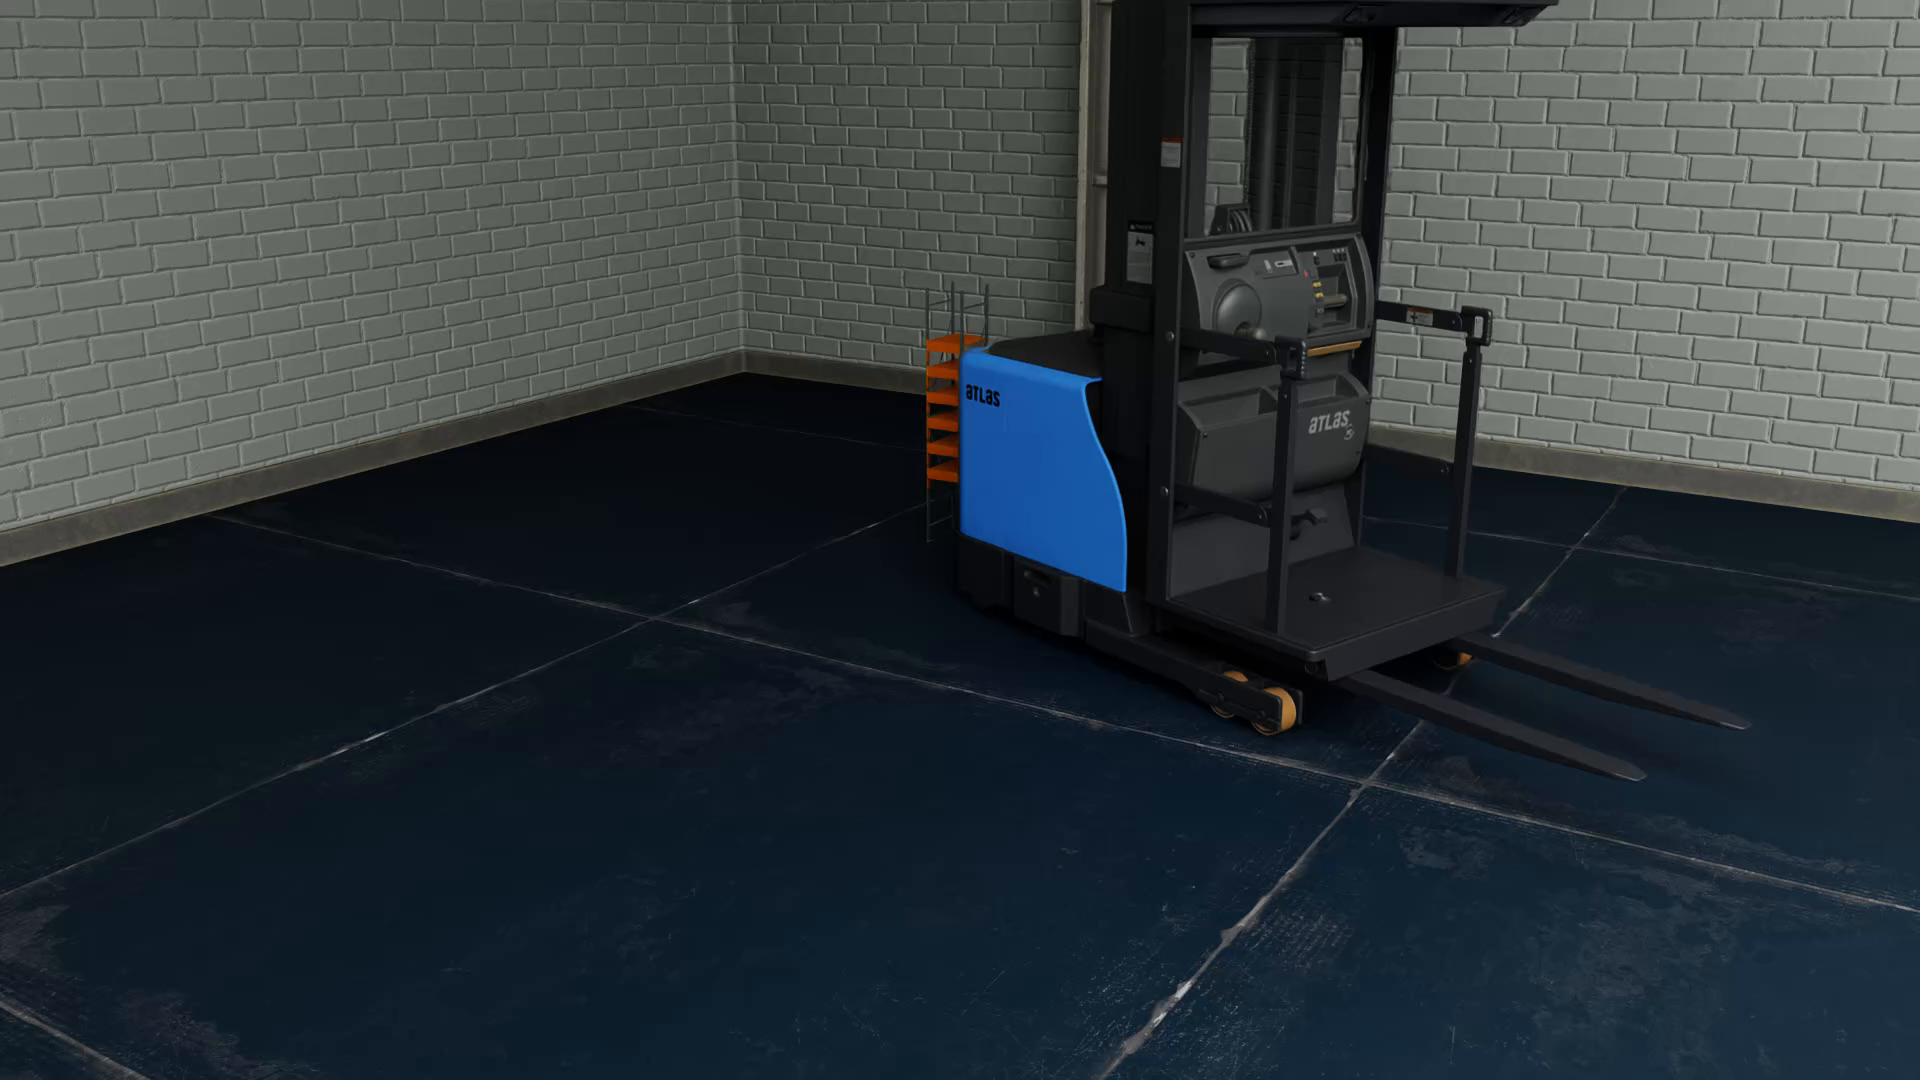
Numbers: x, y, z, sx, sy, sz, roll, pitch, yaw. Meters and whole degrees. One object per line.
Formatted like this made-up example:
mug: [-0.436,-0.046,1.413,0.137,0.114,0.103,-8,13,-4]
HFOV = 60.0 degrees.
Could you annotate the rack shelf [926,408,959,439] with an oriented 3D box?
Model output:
rack shelf: [-0.012,-0.534,7.727,0.180,0.103,0.258,10,20,30]

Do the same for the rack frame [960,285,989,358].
rack frame: [0.066,-0.562,7.668,0.006,1.200,0.240,10,20,30]

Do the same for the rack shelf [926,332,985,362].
rack shelf: [-0.012,-0.878,7.622,0.180,0.103,0.258,10,20,30]

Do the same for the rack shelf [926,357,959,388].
rack shelf: [-0.012,-0.763,7.657,0.180,0.103,0.258,10,20,30]

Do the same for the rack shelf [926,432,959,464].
rack shelf: [-0.012,-0.419,7.762,0.180,0.103,0.258,10,20,30]

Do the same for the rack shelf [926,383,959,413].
rack shelf: [-0.012,-0.649,7.692,0.180,0.103,0.258,10,20,30]

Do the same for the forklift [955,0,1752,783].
forklift: [1.286,-0.897,5.790,1.130,2.935,3.031,-13,21,-36]

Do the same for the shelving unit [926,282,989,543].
shelving unit: [-0.012,-0.576,7.714,0.189,1.200,0.258,10,20,30]

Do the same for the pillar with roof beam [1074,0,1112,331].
pillar with roof beam: [-1.318,-3.953,5.413,0.400,9.000,9.100,10,20,30]

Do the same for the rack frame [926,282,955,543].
rack frame: [-0.090,-0.590,7.760,0.006,1.200,0.240,10,20,30]

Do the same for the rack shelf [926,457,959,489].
rack shelf: [-0.012,-0.304,7.797,0.180,0.103,0.258,10,20,30]
